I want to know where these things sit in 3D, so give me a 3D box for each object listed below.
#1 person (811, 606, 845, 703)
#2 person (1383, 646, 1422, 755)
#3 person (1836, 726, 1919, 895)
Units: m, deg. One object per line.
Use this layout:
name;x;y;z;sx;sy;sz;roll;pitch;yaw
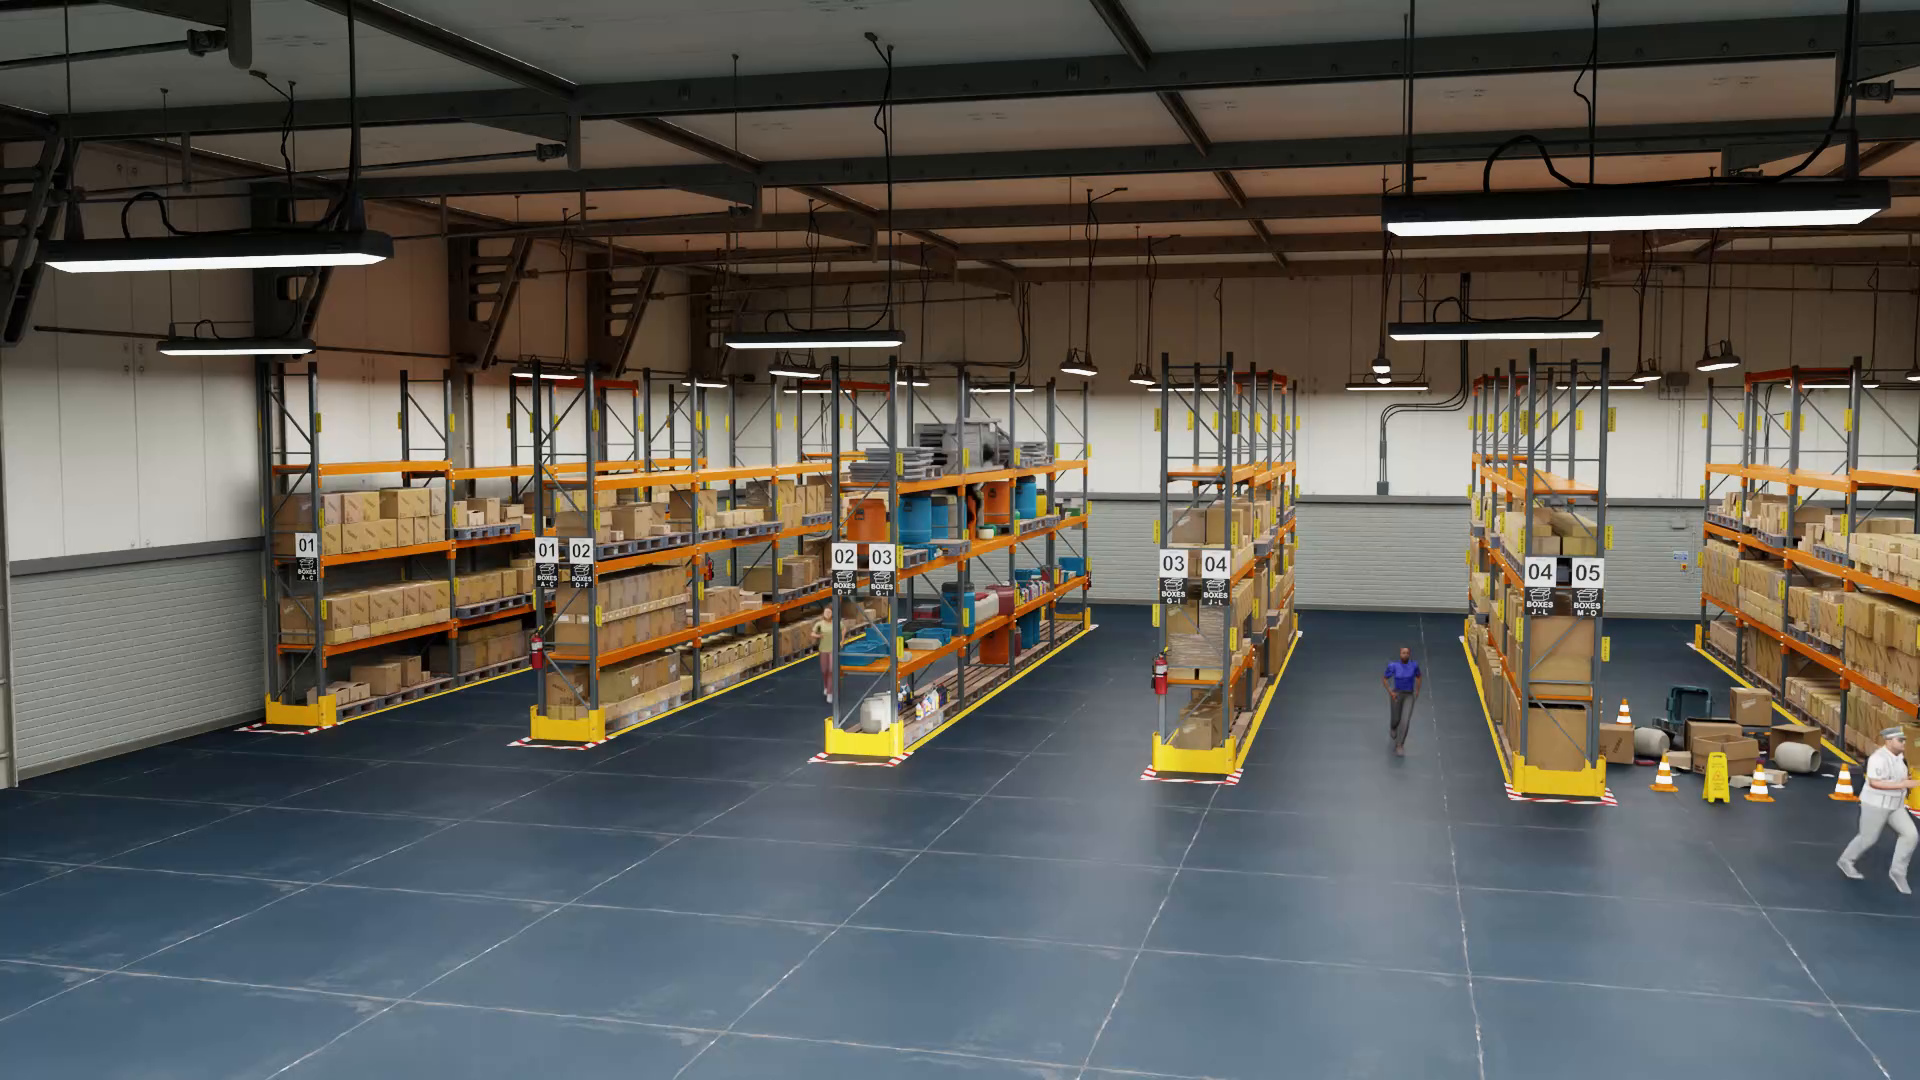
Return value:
person;-2.388;2.031;30.051;0.610;1.695;0.891;0;4;0
person;6.761;2.419;25.417;0.600;1.637;0.759;0;4;5
person;9.907;2.875;17.910;0.687;1.832;0.878;-2;5;-32
